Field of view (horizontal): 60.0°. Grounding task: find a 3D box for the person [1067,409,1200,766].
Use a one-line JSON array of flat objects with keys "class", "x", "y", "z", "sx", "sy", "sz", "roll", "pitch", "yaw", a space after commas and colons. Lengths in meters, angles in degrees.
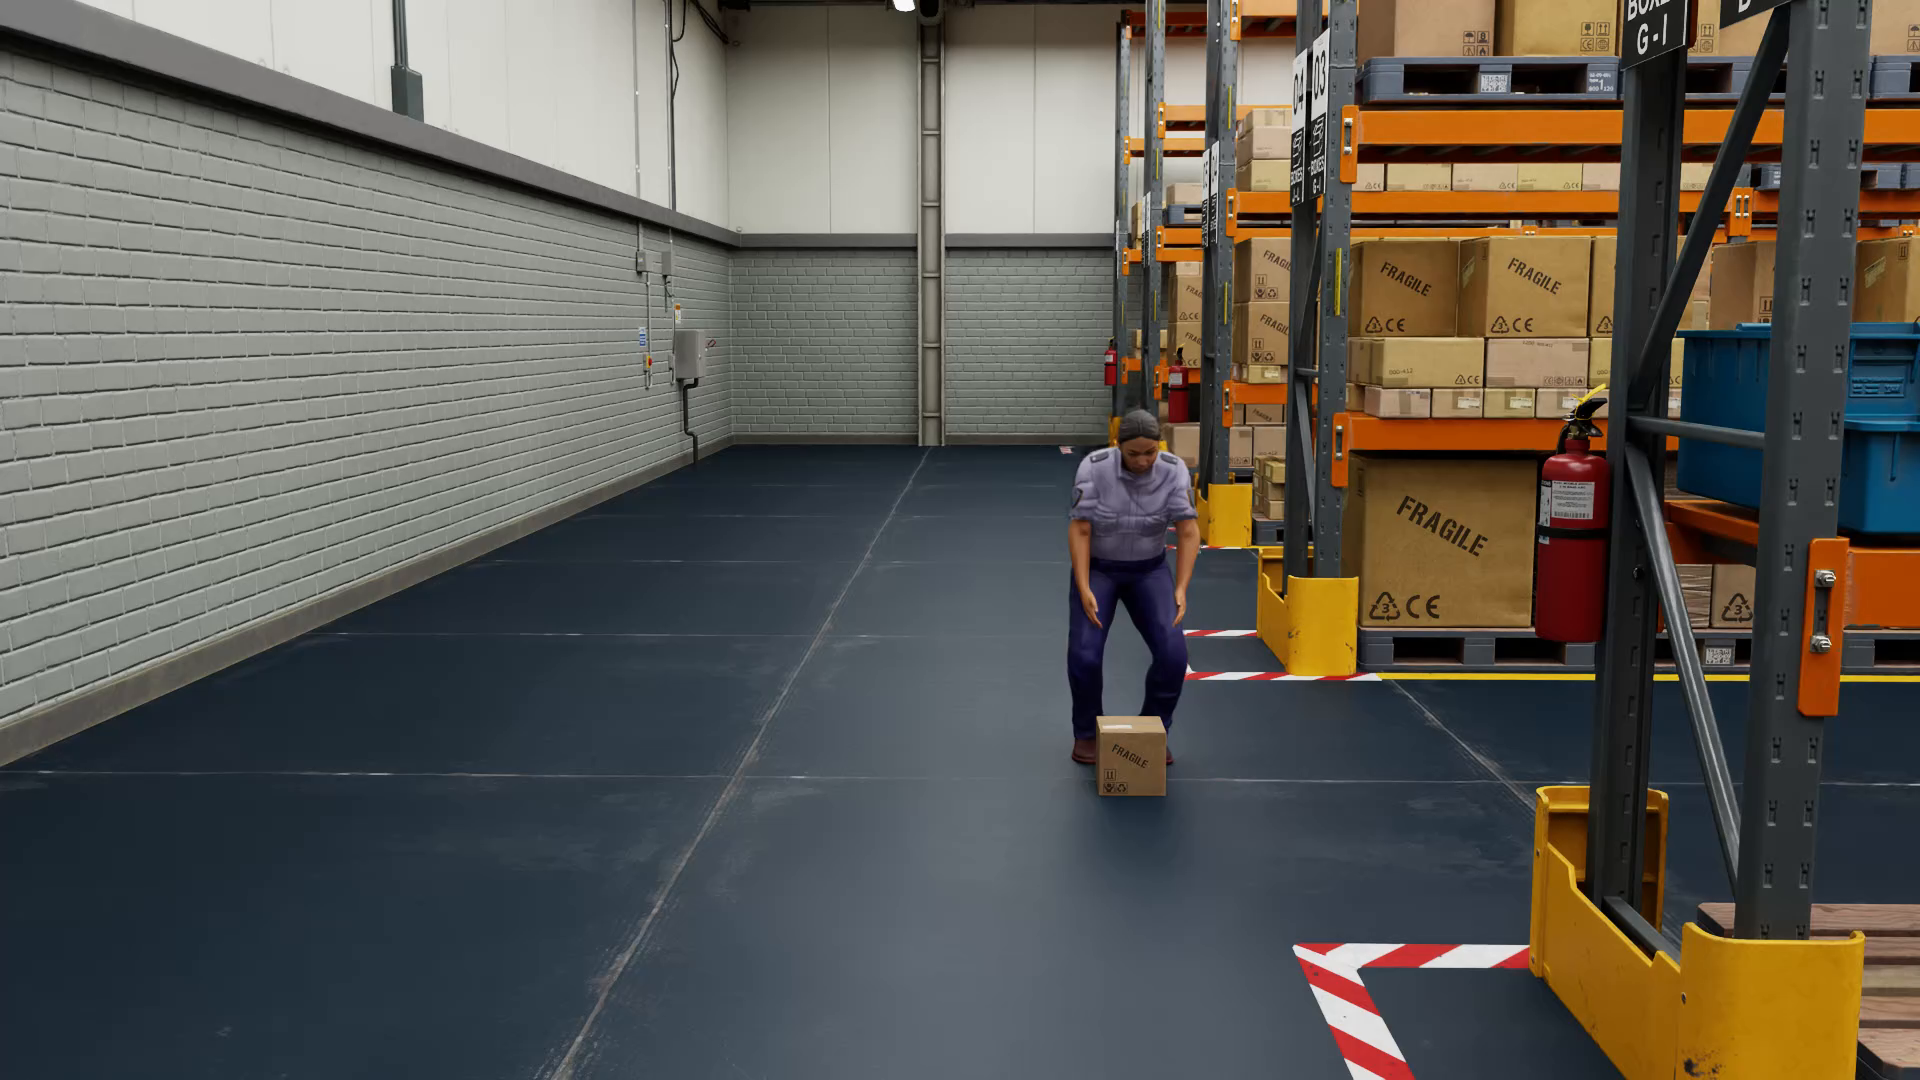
[{"class": "person", "x": 0.698, "y": 0.184, "z": 6.746, "sx": 0.530, "sy": 1.446, "sz": 0.595, "roll": 0, "pitch": 7, "yaw": 2}]
